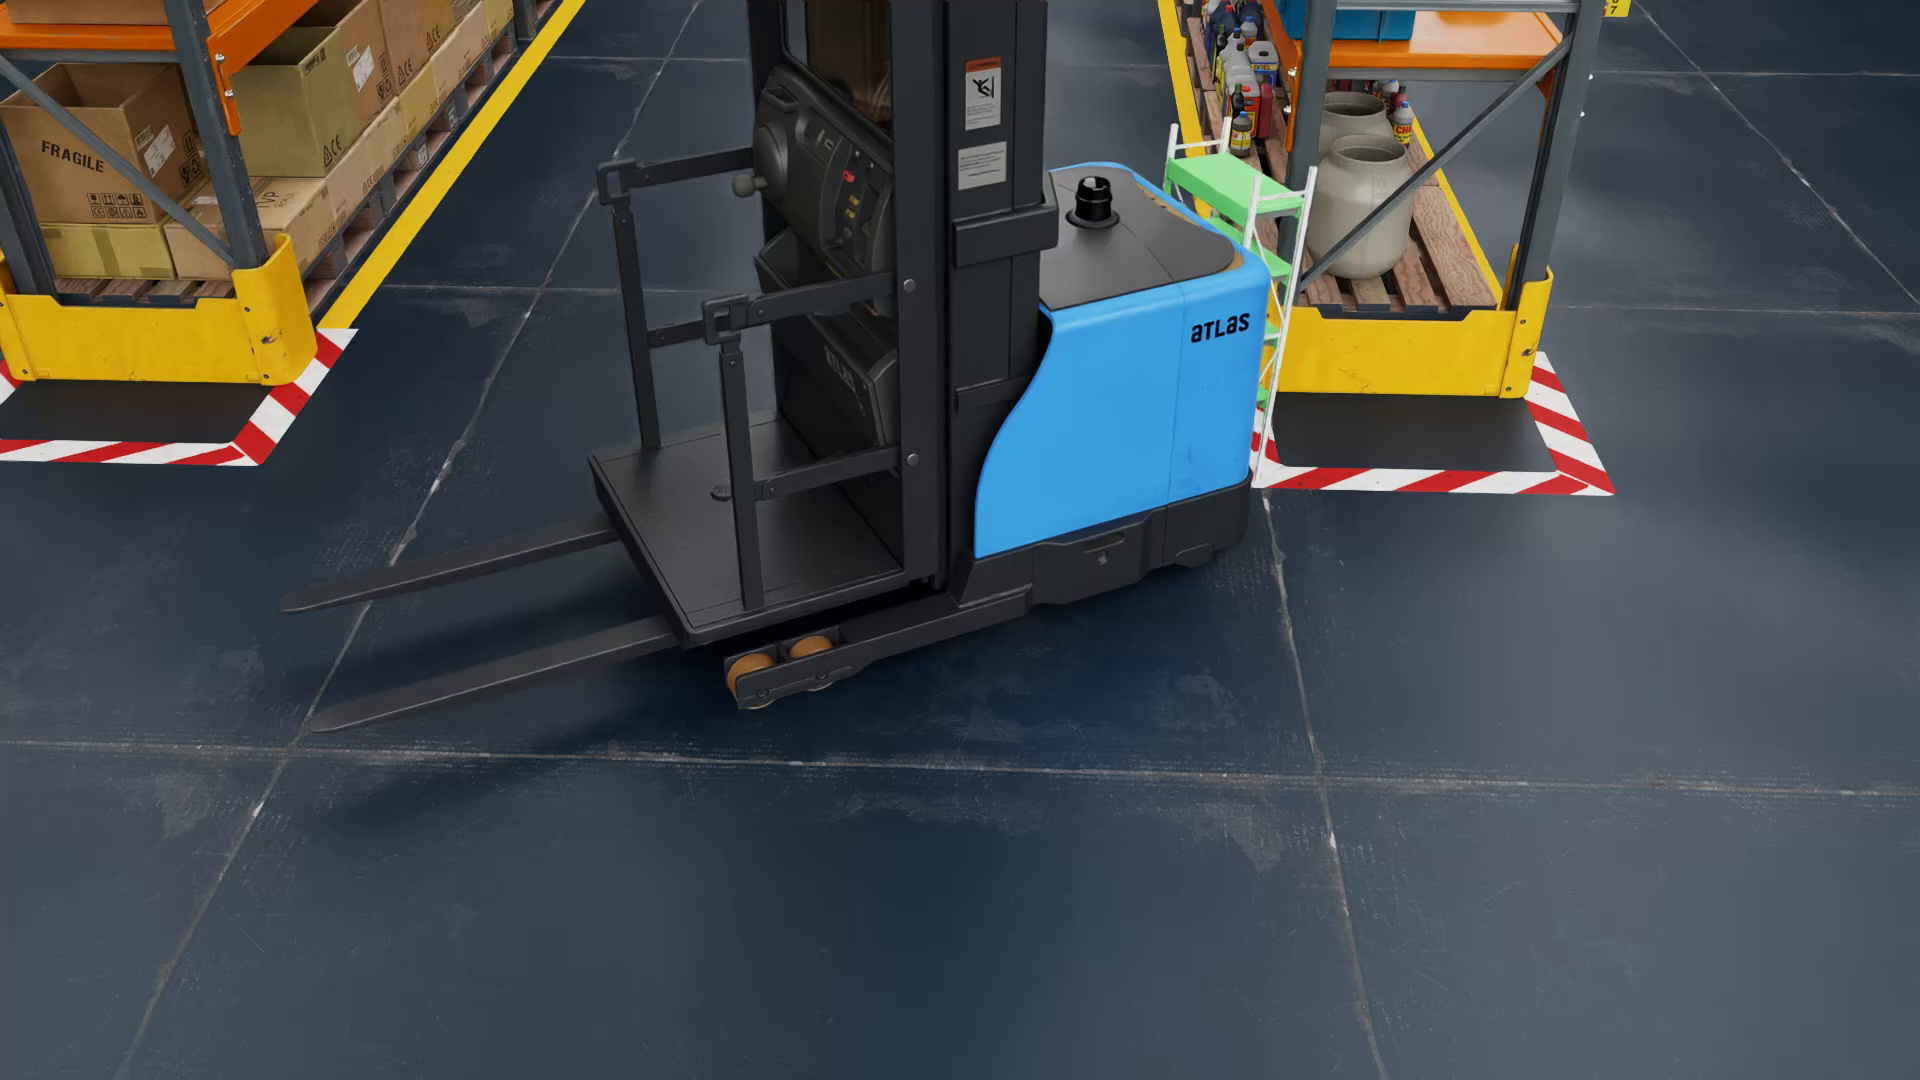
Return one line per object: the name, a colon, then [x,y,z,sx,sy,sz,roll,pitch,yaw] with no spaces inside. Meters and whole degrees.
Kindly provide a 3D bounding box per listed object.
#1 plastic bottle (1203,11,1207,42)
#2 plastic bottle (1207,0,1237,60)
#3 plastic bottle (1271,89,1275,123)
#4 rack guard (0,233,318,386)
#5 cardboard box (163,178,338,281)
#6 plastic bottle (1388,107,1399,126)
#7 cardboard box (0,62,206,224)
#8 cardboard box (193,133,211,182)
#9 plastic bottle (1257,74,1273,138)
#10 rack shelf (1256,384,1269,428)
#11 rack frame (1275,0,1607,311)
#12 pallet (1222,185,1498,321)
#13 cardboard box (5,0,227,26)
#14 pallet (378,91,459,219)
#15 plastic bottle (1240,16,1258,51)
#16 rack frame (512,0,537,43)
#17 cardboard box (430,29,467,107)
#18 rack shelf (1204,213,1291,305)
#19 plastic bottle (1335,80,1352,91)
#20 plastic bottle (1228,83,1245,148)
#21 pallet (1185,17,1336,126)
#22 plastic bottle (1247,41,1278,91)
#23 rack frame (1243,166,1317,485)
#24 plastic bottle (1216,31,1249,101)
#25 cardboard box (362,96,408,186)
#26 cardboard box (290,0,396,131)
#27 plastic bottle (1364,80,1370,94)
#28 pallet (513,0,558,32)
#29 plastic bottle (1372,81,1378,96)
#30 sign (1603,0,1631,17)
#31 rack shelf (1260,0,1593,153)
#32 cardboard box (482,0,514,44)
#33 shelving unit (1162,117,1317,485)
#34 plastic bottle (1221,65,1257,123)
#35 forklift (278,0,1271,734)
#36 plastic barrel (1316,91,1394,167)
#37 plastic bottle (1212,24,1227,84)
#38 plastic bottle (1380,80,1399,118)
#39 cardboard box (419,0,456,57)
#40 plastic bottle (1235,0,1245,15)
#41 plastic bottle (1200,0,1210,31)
plastic bottle: [1.416,-2.895,9.312,0.097,0.201,0.097,0,35,0]
plastic bottle: [1.427,-2.792,9.035,0.144,0.351,0.185,2,35,3]
plastic bottle: [1.518,-2.184,8.300,0.097,0.201,0.097,0,35,0]
rack guard: [-3.236,-0.932,6.641,1.175,0.500,0.348,1,35,2]
cardboard box: [-2.992,-1.318,7.043,0.500,0.250,0.500,1,35,2]
plastic bottle: [2.102,-1.981,8.011,0.097,0.201,0.097,0,35,0]
cardboard box: [-3.511,-1.637,6.844,0.500,0.500,0.500,1,35,2]
cardboard box: [-3.501,-1.618,7.469,0.500,0.250,0.500,1,35,2]
plastic bottle: [1.494,-2.128,8.148,0.061,0.283,0.133,1,35,2]
rack shelf: [0.884,-0.556,6.011,0.258,0.148,0.480,-13,37,-24]
rack frame: [1.714,-1.852,5.776,1.000,3.000,0.127,1,35,2]
pallet: [1.708,-1.222,7.305,1.003,0.211,1.213,1,35,2]
cardboard box: [-3.204,-2.277,6.294,0.700,0.500,0.500,1,35,2]
pallet: [-3.195,-1.967,8.365,1.003,0.211,1.213,1,35,2]
plastic bottle: [1.542,-2.673,8.935,0.097,0.271,0.097,0,35,0]
rack frame: [-3.075,-4.266,9.212,1.000,3.000,0.127,1,35,2]
cardboard box: [-2.910,-2.467,8.678,0.500,0.250,0.500,1,35,2]
rack shelf: [0.912,-0.956,5.747,0.258,0.148,0.480,-13,37,-24]
plastic bottle: [1.999,-2.455,8.614,0.061,0.283,0.133,1,35,2]
plastic bottle: [1.336,-2.053,8.042,0.061,0.283,0.133,2,35,3]
pallet: [1.806,-2.624,9.300,1.003,0.211,1.213,1,35,2]
plastic bottle: [1.552,-2.420,8.570,0.152,0.276,0.135,1,35,2]
rack frame: [1.011,-0.684,5.665,0.240,1.200,0.015,-13,37,-24]
plastic bottle: [1.403,-2.439,8.533,0.144,0.351,0.185,1,35,2]
cardboard box: [-2.955,-1.893,7.860,0.500,0.250,0.500,1,35,2]
cardboard box: [-2.966,-2.200,7.645,0.500,0.500,0.500,1,35,2]
plastic bottle: [2.128,-2.351,8.537,0.097,0.201,0.097,0,35,0]
pallet: [-3.084,-3.550,10.617,1.003,0.211,1.213,1,35,2]
plastic bottle: [2.120,-2.233,8.369,0.097,0.201,0.097,0,35,0]
sign: [2.263,-1.950,5.675,0.100,0.325,0.005,1,35,2]
rack shelf: [1.794,-2.706,7.618,1.077,0.370,4.000,1,35,2]
cardboard box: [-2.875,-3.042,9.495,0.500,0.250,0.500,1,35,2]
shelving unit: [0.902,-0.809,5.844,0.258,1.200,0.503,-13,37,-24]
plastic bottle: [1.393,-2.206,8.267,0.152,0.276,0.135,0,35,1]
forklift: [-0.582,-1.036,4.676,3.031,2.935,1.130,-16,38,-21]
plastic barrel: [1.684,-1.673,7.321,0.421,0.512,0.421,0,35,0]
plastic bottle: [1.372,-2.562,8.766,0.061,0.283,0.133,3,35,4]
plastic bottle: [2.112,-2.147,8.186,0.097,0.271,0.097,0,35,0]
cardboard box: [-2.923,-2.774,8.463,0.500,0.500,0.500,1,35,2]
plastic bottle: [1.545,-2.857,9.186,0.061,0.283,0.133,1,35,2]
plastic bottle: [1.424,-3.041,9.458,0.097,0.271,0.097,0,35,0]
